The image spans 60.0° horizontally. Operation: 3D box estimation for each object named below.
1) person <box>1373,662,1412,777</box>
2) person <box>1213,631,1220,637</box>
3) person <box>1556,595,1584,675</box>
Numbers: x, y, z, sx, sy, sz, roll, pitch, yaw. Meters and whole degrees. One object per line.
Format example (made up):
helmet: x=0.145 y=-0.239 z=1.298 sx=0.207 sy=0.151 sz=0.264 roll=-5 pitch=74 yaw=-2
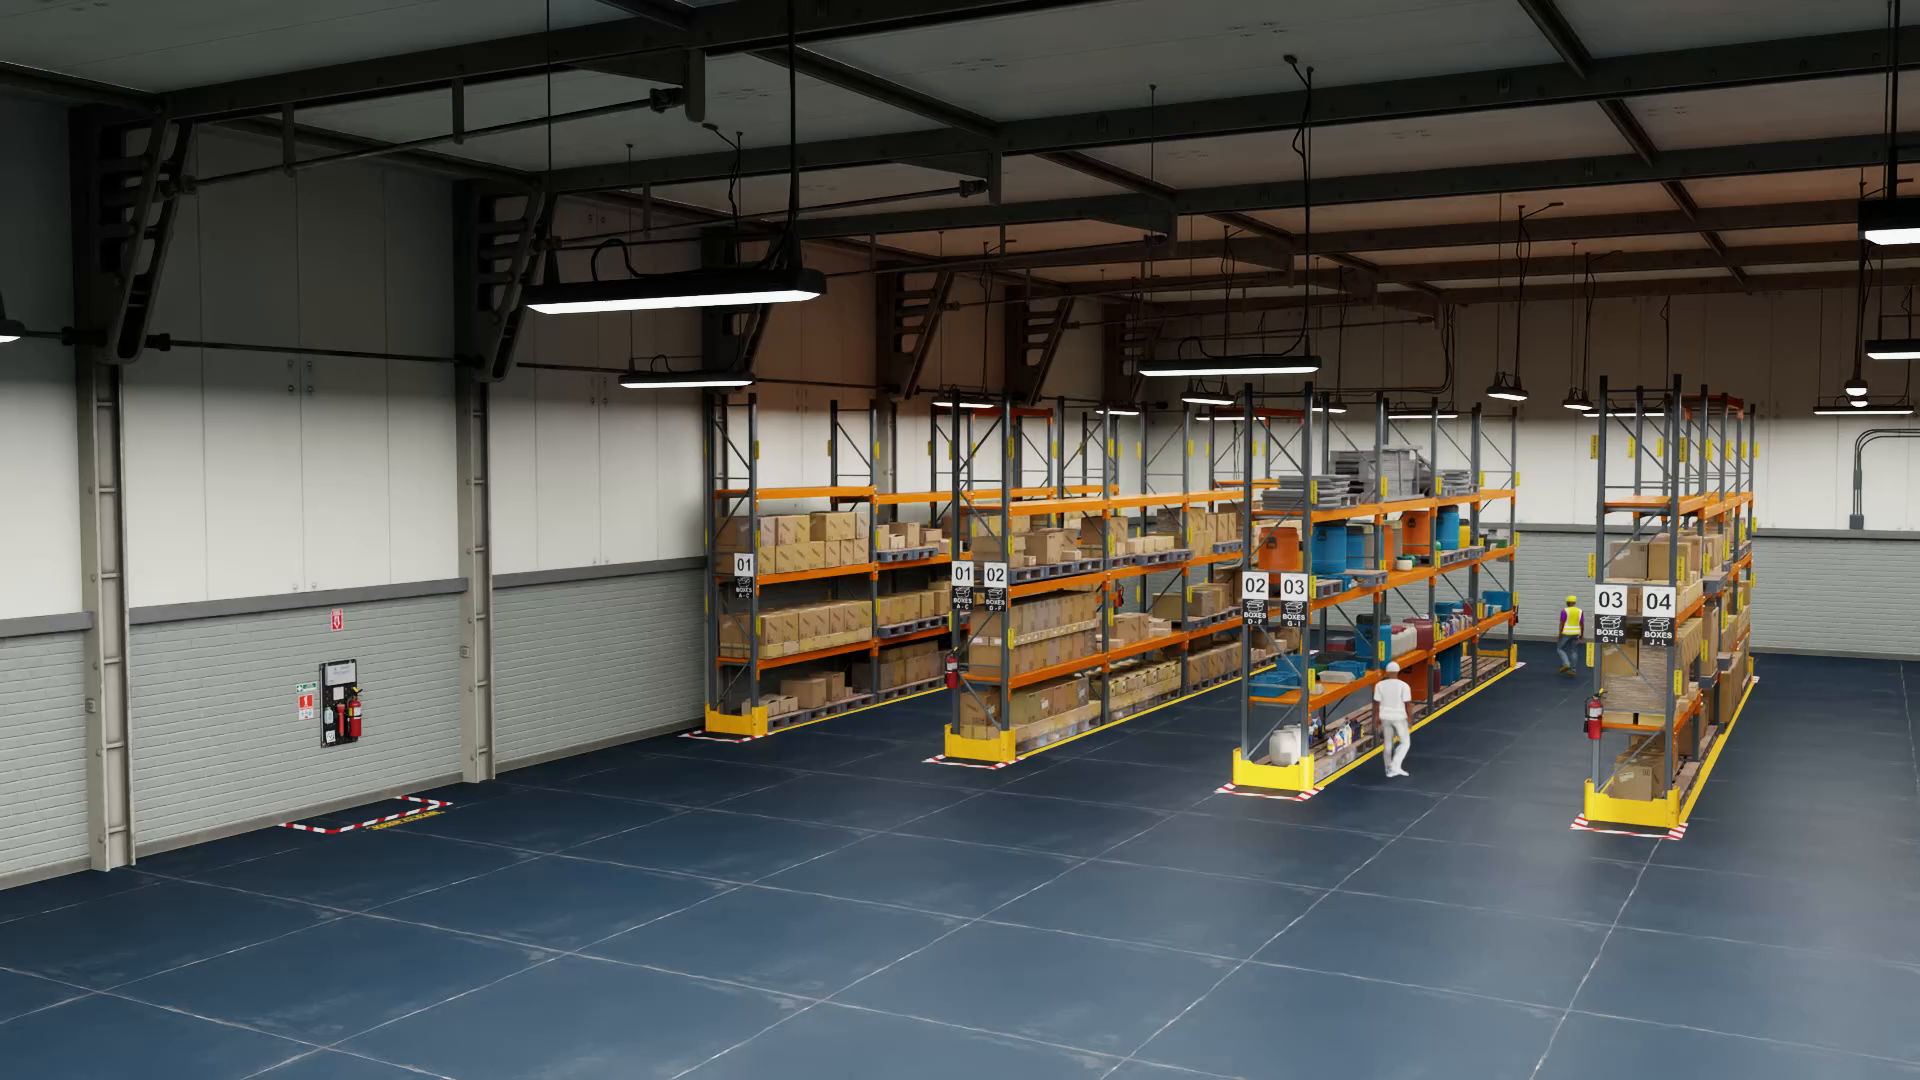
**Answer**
person: x=6.621 y=2.751 z=25.456 sx=0.587 sy=1.766 sz=0.523 roll=2 pitch=4 yaw=37
person: x=6.194 y=1.948 z=41.133 sx=0.520 sy=1.676 sz=0.488 roll=1 pitch=3 yaw=22
person: x=13.626 y=2.117 z=37.086 sx=0.616 sy=1.766 sz=0.467 roll=0 pitch=3 yaw=-9
